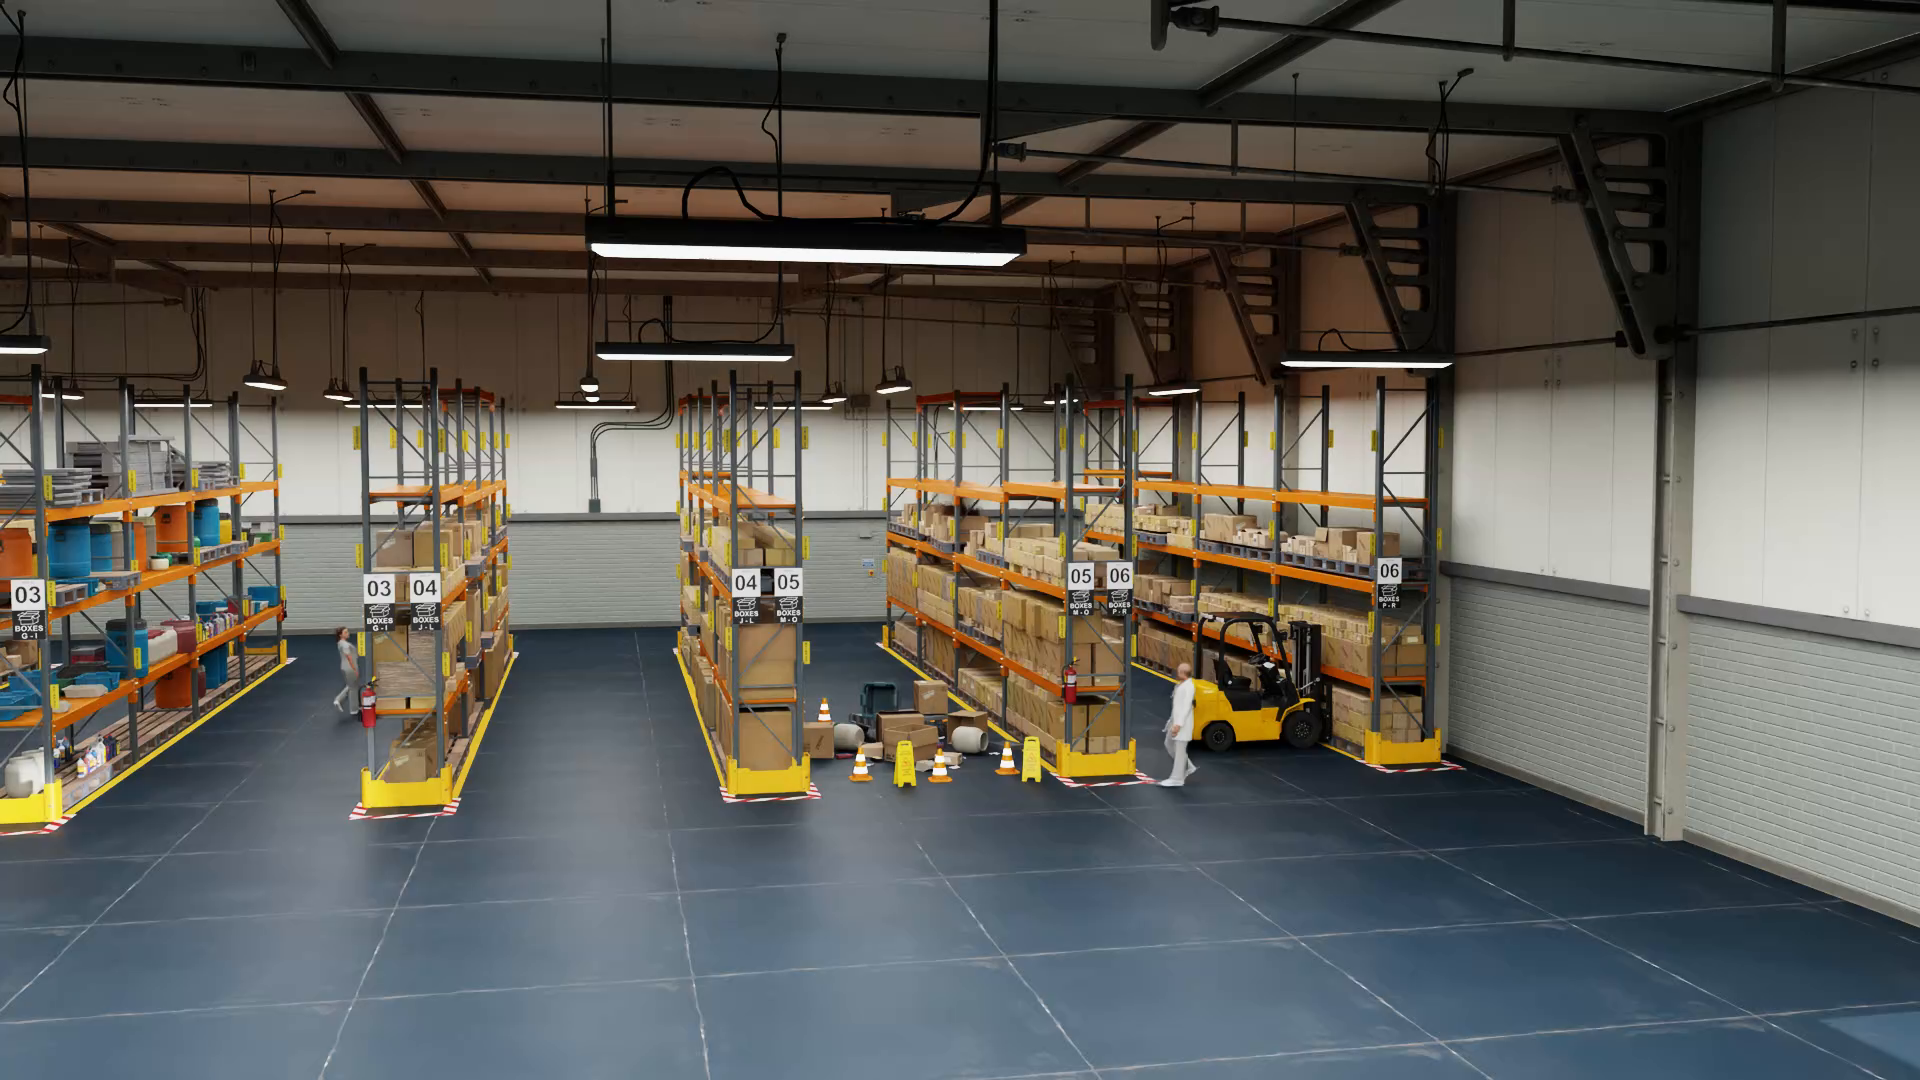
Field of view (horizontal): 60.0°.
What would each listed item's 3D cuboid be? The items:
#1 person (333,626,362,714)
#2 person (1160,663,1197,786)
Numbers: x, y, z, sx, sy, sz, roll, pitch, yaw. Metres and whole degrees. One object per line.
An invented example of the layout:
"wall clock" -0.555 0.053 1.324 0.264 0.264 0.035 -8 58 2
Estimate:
"person" -11.101 2.372 30.311 0.605 1.643 0.497 -3 5 -43
"person" 3.180 2.677 24.177 0.617 1.785 0.644 -1 3 -10
